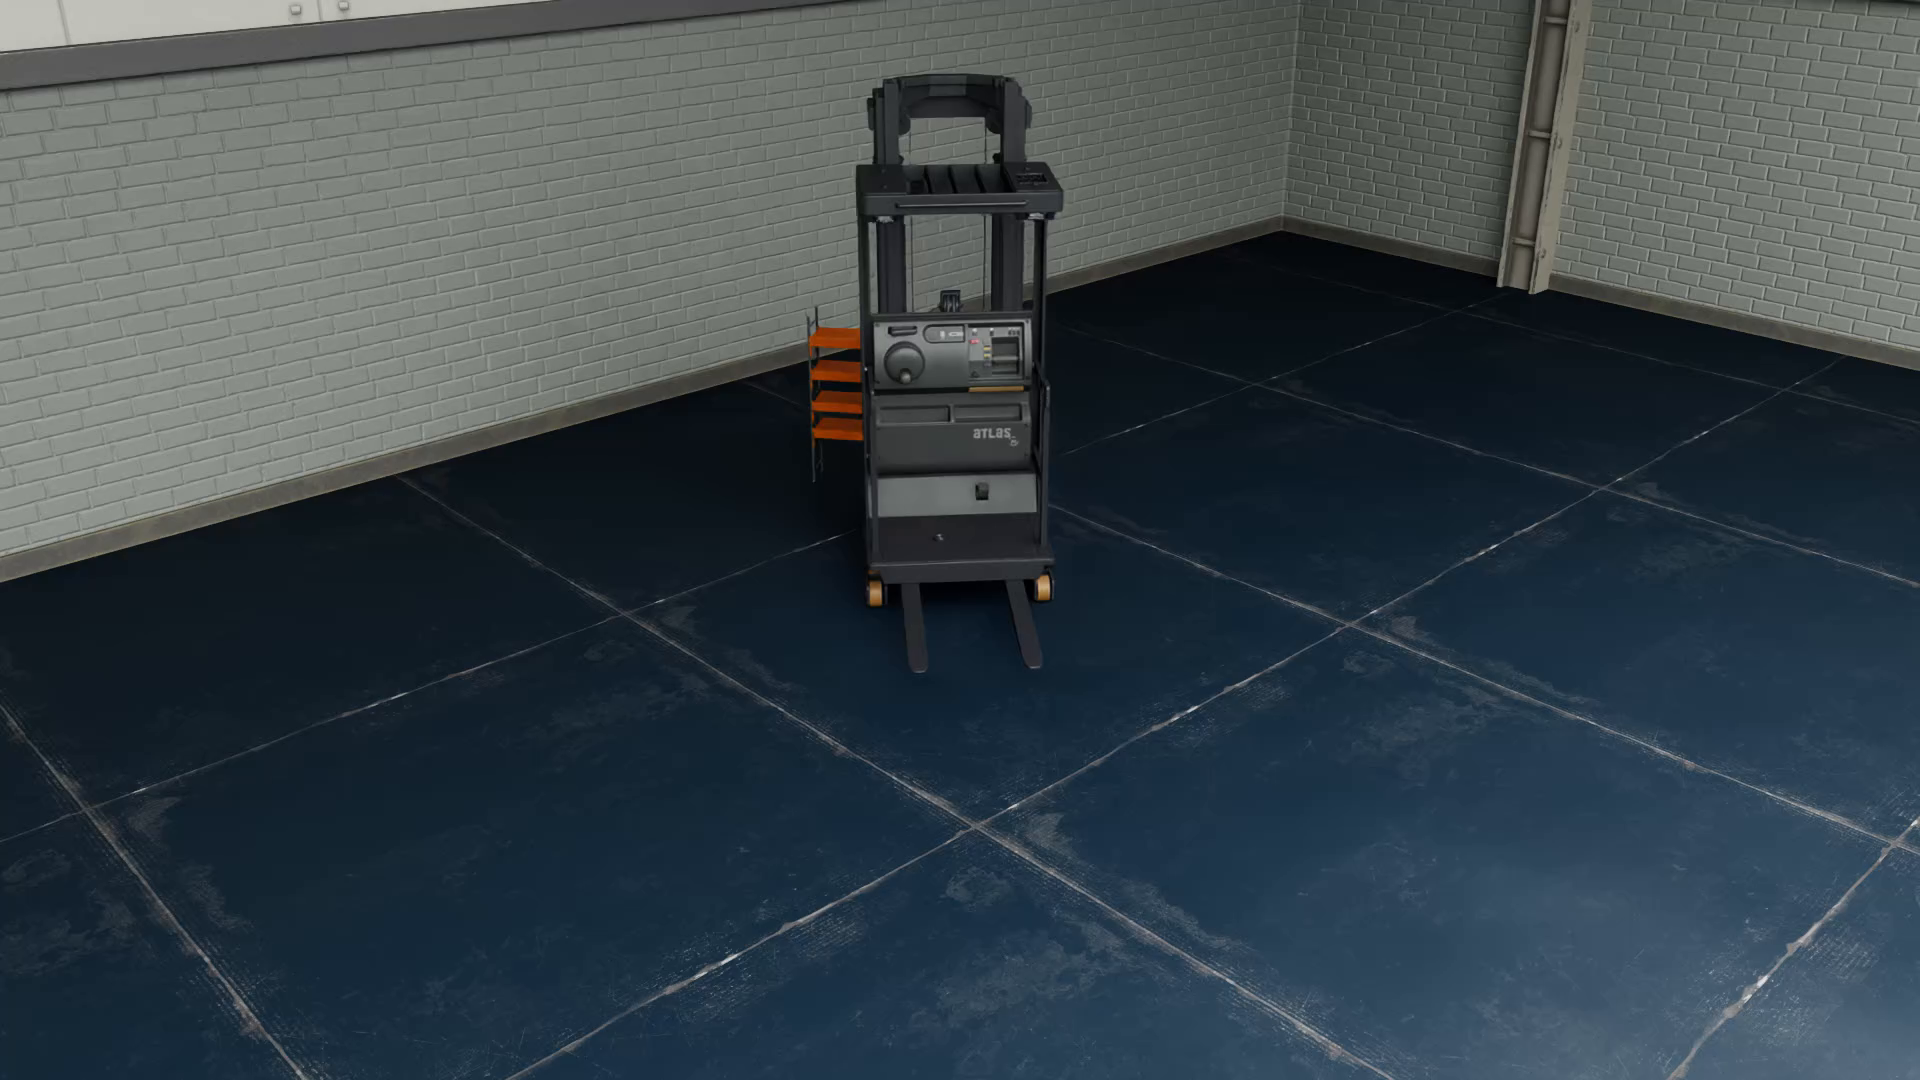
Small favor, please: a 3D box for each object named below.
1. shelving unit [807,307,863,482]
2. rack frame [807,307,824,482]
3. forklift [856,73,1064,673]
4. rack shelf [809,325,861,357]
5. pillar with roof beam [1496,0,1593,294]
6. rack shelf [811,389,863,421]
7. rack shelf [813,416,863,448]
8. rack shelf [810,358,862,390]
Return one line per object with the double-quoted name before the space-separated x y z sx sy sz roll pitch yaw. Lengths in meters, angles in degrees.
"shelving unit" -0.759 -0.981 11.456 0.503 1.200 0.258 4 25 9
"rack frame" -1.000 -0.999 11.493 0.015 1.200 0.240 4 25 9
"forklift" -0.023 -1.076 9.578 1.130 2.935 3.031 -2 25 -4
"rack shelf" -0.759 -1.339 11.293 0.480 0.148 0.258 4 25 9
"pillar with roof beam" 2.313 -5.325 11.580 9.100 9.000 0.400 -21 32 -38
"rack shelf" -0.759 -0.920 11.484 0.480 0.148 0.258 4 25 9
"rack shelf" -0.759 -0.740 11.566 0.480 0.148 0.258 4 25 9
"rack shelf" -0.759 -1.124 11.391 0.480 0.148 0.258 4 25 9
